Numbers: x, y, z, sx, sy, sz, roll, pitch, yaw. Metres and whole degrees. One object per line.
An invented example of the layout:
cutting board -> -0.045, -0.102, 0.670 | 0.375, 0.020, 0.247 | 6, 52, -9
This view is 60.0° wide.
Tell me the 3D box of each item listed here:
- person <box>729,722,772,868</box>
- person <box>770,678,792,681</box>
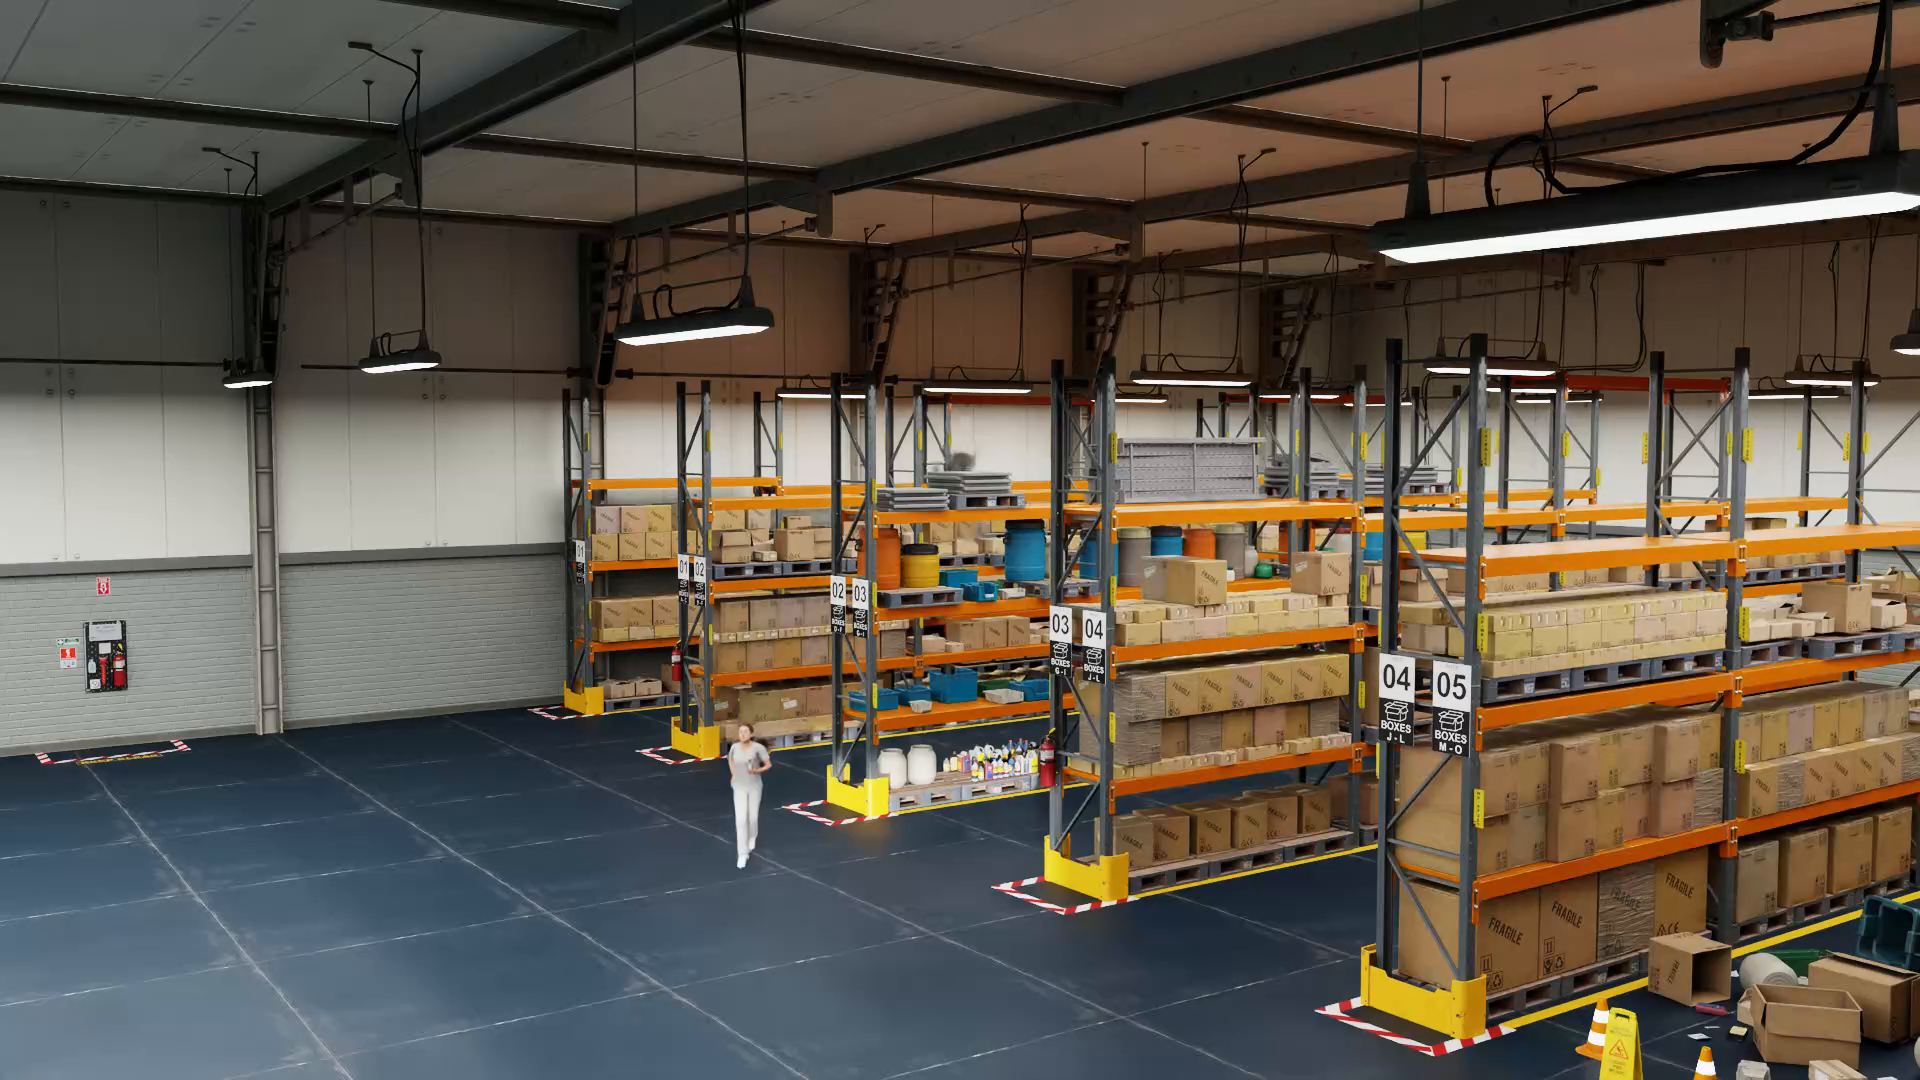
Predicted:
person -> -2.548, 3.034, 20.140 | 0.553, 1.691, 0.896 | 0, 4, 1
person -> -3.119, 2.400, 29.790 | 0.709, 1.728, 0.640 | 3, 5, 42
